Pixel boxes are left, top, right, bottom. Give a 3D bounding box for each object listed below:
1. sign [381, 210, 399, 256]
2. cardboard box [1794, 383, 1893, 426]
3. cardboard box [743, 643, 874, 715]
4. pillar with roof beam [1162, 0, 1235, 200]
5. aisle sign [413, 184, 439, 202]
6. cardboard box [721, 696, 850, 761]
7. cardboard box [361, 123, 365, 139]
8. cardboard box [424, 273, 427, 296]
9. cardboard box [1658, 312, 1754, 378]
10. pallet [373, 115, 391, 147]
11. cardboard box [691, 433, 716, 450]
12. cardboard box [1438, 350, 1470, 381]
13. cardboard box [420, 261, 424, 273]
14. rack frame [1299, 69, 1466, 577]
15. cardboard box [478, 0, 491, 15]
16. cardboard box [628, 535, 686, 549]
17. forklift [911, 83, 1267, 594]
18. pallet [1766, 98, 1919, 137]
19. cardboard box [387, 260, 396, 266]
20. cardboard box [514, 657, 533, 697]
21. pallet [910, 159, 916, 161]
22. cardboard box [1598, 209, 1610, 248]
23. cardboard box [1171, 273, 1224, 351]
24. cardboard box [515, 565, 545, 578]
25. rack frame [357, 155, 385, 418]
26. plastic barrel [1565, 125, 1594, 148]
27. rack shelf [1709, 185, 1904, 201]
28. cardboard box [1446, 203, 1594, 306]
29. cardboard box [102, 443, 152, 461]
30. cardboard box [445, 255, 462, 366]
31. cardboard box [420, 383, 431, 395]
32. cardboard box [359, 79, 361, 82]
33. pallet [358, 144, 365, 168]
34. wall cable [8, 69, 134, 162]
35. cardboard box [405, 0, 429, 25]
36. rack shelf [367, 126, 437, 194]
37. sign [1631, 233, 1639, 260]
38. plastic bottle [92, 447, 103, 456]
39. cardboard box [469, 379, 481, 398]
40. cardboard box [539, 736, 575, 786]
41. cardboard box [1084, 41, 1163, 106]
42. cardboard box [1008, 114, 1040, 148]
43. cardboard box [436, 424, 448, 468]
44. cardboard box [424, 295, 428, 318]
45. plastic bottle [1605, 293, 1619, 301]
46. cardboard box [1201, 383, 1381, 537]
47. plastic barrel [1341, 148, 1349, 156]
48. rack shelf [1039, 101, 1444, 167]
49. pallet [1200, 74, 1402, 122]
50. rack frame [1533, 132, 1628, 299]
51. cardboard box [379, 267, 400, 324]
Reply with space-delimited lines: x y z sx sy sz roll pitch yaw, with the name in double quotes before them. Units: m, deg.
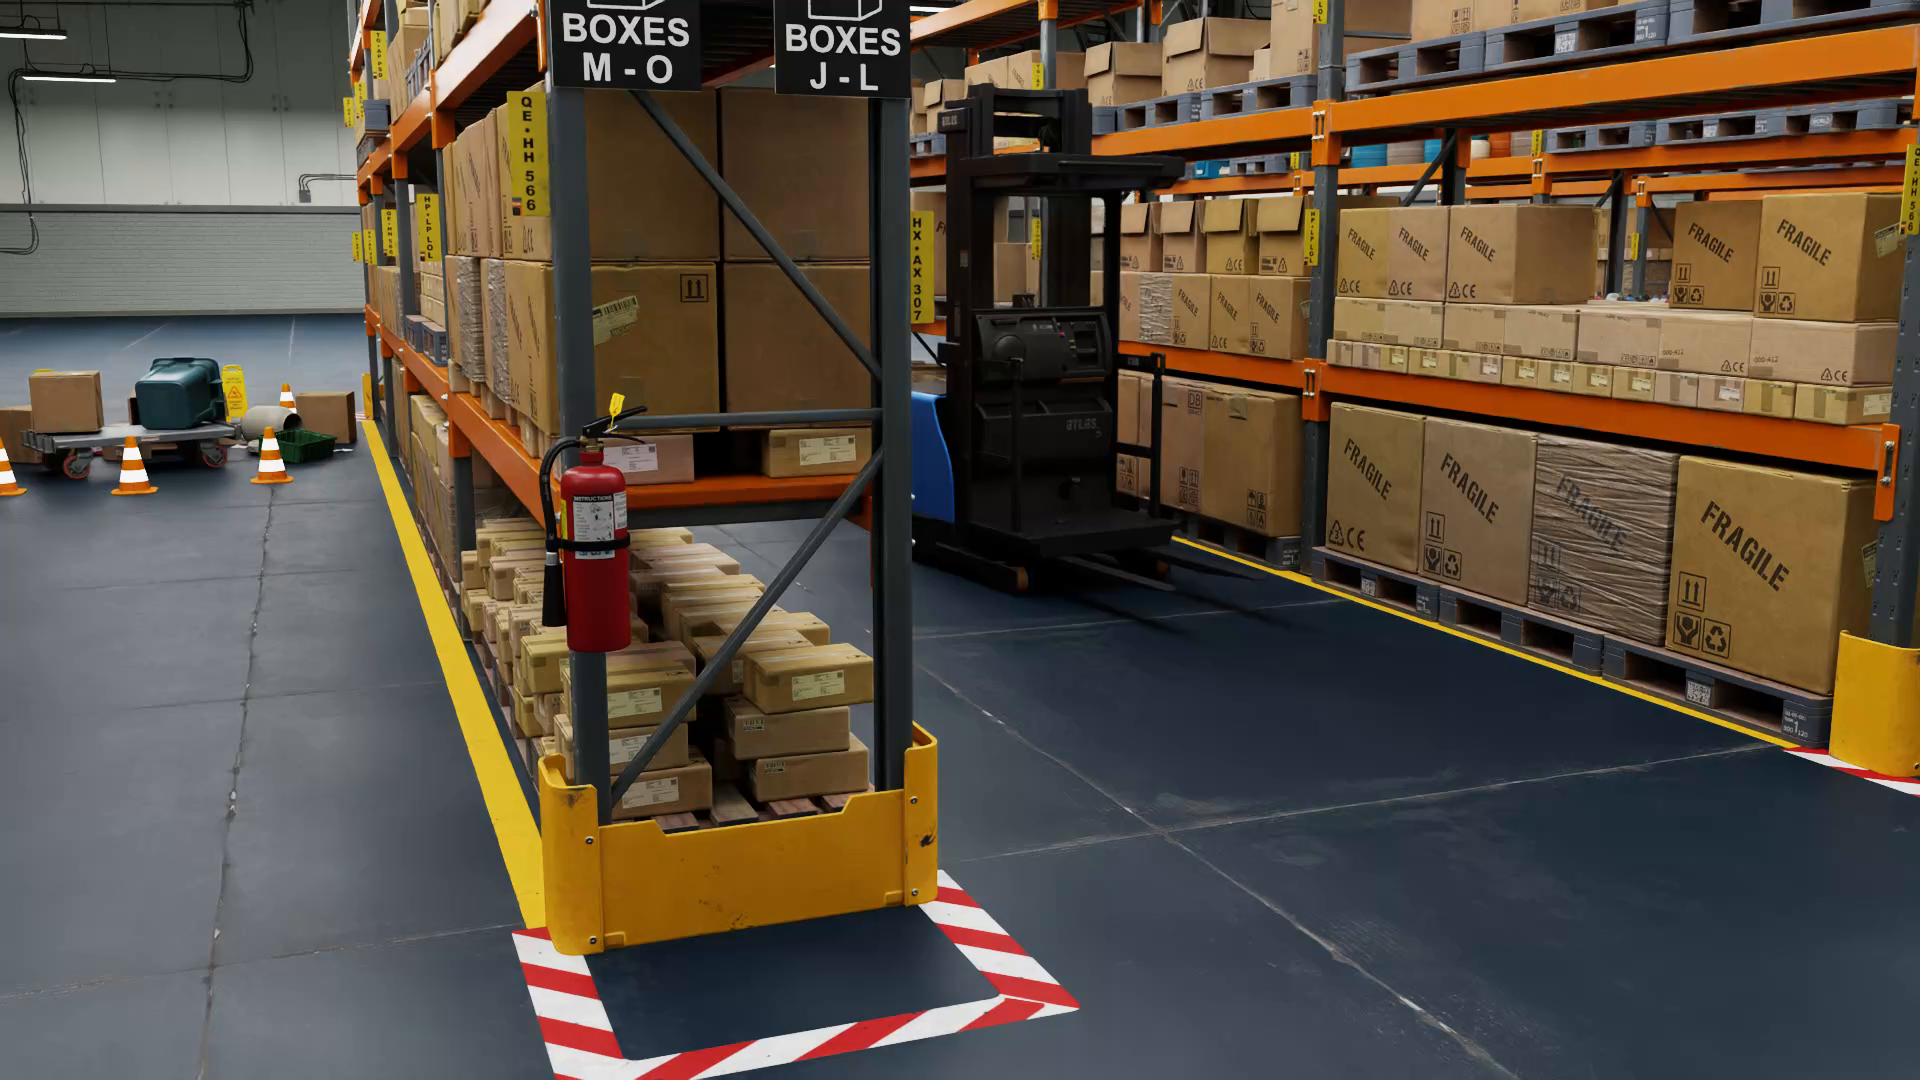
"sign" -4.045 -2.179 11.800 0.100 0.325 0.005 -4 11 -21
"cardboard box" 3.594 -0.551 6.669 0.380 0.149 0.250 -4 11 -20
"cardboard box" -0.503 0.458 5.524 0.380 0.149 0.250 -4 11 -23
"pillar with roof beam" 2.606 -9.751 40.544 9.100 9.000 0.548 -4 11 -21
"aisle sign" -6.174 -4.261 19.388 0.394 0.787 0.004 -4 11 -21
"cardboard box" -0.580 0.610 5.520 0.380 0.149 0.250 -3 11 -19
"cardboard box" -5.871 -4.154 16.875 0.380 0.149 0.250 -4 11 -21
"cardboard box" -3.440 -1.739 11.298 0.380 0.149 0.250 -3 11 -18
"cardboard box" 3.424 -0.855 7.241 0.500 0.250 0.500 -4 11 -22
"pallet" -4.220 -3.313 13.453 1.003 0.211 1.213 -3 11 -18
"cardboard box" -0.842 -0.409 5.871 0.380 0.149 0.250 -3 11 -18
"cardboard box" 2.758 -0.927 8.783 0.380 0.149 0.250 -4 11 -22
"cardboard box" -3.540 -1.932 11.538 0.380 0.149 0.250 -4 11 -21
"rack frame" 2.580 -1.290 10.109 1.000 3.000 0.127 -4 11 -21
"cardboard box" -1.400 -1.964 5.760 0.500 0.250 0.500 -3 11 -18
"cardboard box" -1.460 0.080 7.647 0.380 0.149 0.250 -4 11 -19
"forklift" 0.622 -1.219 9.902 1.130 2.935 3.031 -6 12 -29
"pallet" 6.821 -3.110 12.314 1.213 0.211 1.003 -4 11 -21
"cardboard box" -5.123 -2.431 16.094 0.875 0.550 0.550 -4 11 -21
"cardboard box" -1.477 0.475 6.277 0.380 0.149 0.250 -4 11 -20
"pallet" -0.194 -3.873 16.599 1.213 0.211 1.003 -4 11 -21
"cardboard box" 8.565 -4.067 21.726 0.700 0.500 0.500 -4 11 -21
"cardboard box" 1.787 -1.565 11.365 0.500 0.500 0.500 -4 11 -22
"cardboard box" -1.658 0.195 7.000 0.380 0.149 0.250 -4 11 -23
"rack frame" -6.428 -2.951 19.443 1.000 3.000 0.127 -4 11 -21
"plastic barrel" 5.920 -3.859 15.668 0.421 0.512 0.421 0 10 0
"rack shelf" 12.806 -4.988 24.387 1.077 0.370 4.000 -4 11 -21
"cardboard box" 2.880 -1.472 8.569 0.500 0.500 0.500 -4 11 -23
"cardboard box" -7.850 -0.890 15.667 0.396 0.266 0.258 5 11 28
"cardboard box" -2.135 -1.091 7.853 0.500 0.500 0.500 -4 11 -22
"cardboard box" -3.666 -0.849 12.853 1.050 0.750 0.750 -4 11 -22
"cardboard box" -5.776 -4.504 16.568 0.380 0.149 0.250 -4 11 -21
"pallet" -6.149 -4.263 18.511 1.003 0.211 1.213 -4 11 -21
"wall cable" -24.402 -11.678 45.823 3.097 2.526 0.112 -4 11 -21
"cardboard box" -3.323 -3.341 10.601 0.396 0.266 0.258 -4 11 -21
"rack shelf" -4.254 -3.094 13.738 1.077 0.370 4.000 -4 11 -21
"sign" 8.399 -3.654 20.698 0.100 0.325 0.005 -4 11 -21
"plastic bottle" -8.275 -0.850 16.025 0.133 0.061 0.283 -2 10 -11
"cardboard box" -2.119 -0.764 7.867 0.380 0.149 0.250 -4 11 -19
"cardboard box" -1.202 0.750 5.583 0.380 0.149 0.250 -4 11 -19
"cardboard box" 1.419 -3.583 12.937 0.797 0.503 0.637 -3 11 -18
"cardboard box" 0.730 -3.408 13.878 0.500 0.250 0.500 -4 11 -21
"cardboard box" -2.759 -0.528 9.618 0.500 0.250 0.500 -3 11 -18
"cardboard box" -3.458 -1.598 11.359 0.380 0.149 0.250 -3 11 -18
"plastic bottle" 5.770 -2.030 14.620 0.152 0.276 0.135 -4 11 -21
"cardboard box" 2.330 -0.554 10.838 1.225 0.875 0.875 -4 11 -21
"plastic barrel" 4.325 -4.732 19.373 0.421 0.512 0.421 0 10 0
"rack shelf" 1.855 -2.739 11.744 1.077 0.370 4.000 -4 11 -21
"pallet" 2.202 -2.819 10.686 0.805 0.209 1.217 -4 11 -23
"rack frame" 5.747 -2.257 15.546 1.000 3.000 0.127 -4 11 -21
"cardboard box" -4.855 -2.162 14.722 0.500 0.500 0.500 -4 11 -20
